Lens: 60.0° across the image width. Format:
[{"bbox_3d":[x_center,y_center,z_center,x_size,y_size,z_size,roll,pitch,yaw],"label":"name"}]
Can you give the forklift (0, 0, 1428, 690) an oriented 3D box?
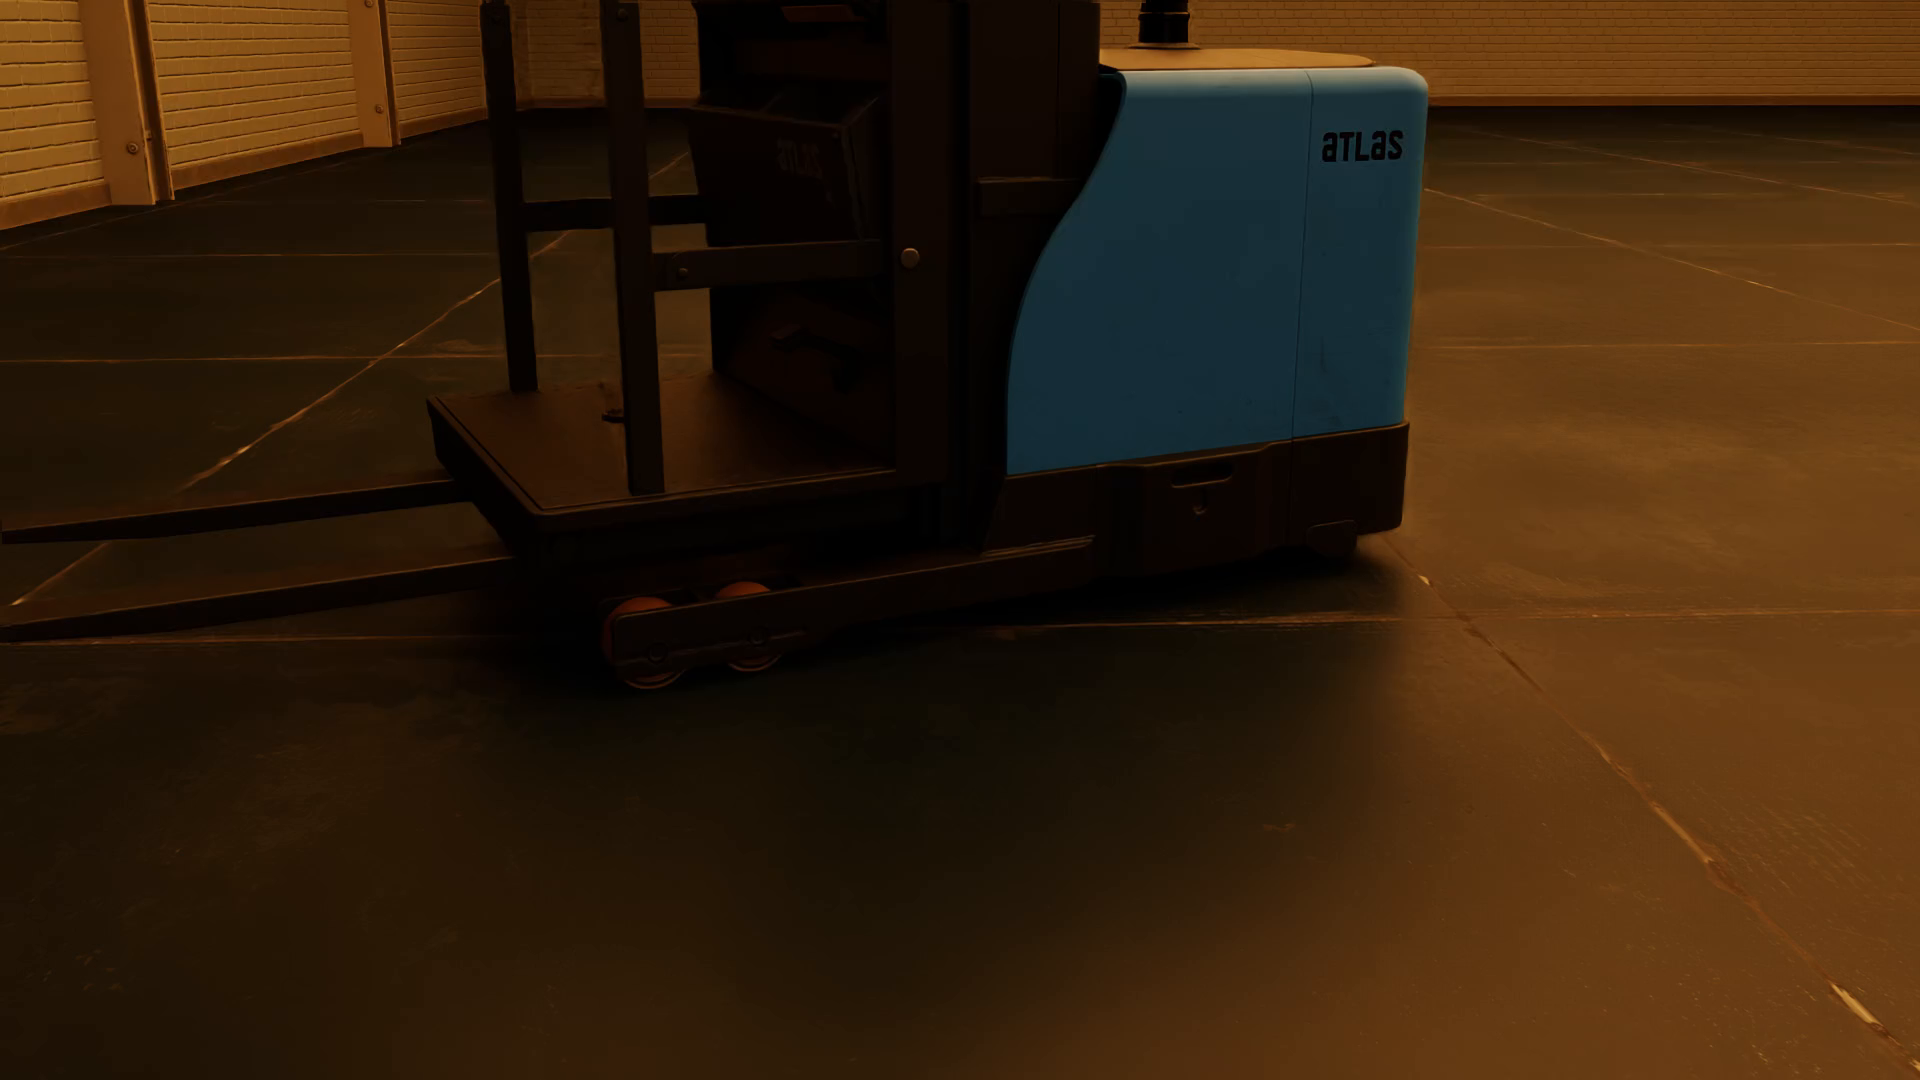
[{"bbox_3d":[-0.542,-1.305,3.175,3.031,2.935,1.130,-8,19,-25],"label":"forklift"}]
